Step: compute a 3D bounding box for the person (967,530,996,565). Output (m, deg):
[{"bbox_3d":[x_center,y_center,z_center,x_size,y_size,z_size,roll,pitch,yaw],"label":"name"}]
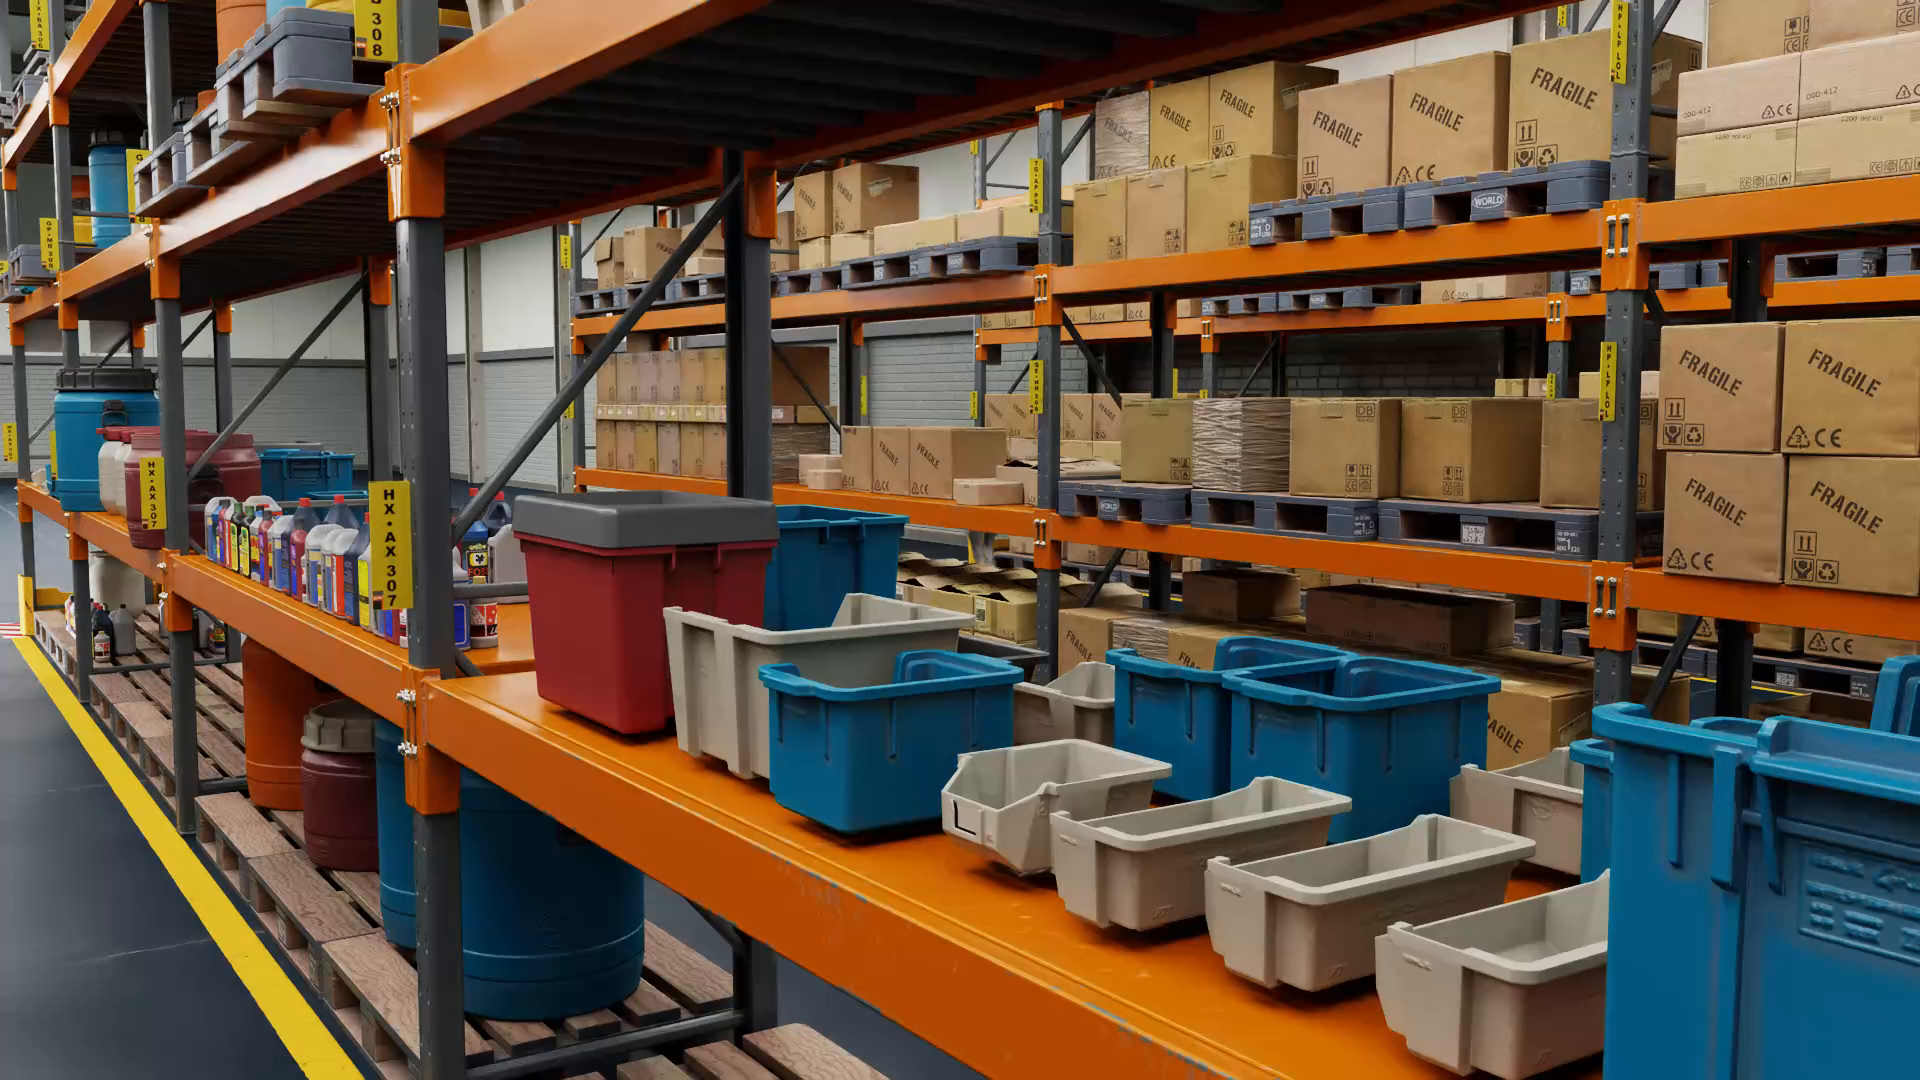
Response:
[{"bbox_3d":[0.212,-0.202,16.537,0.459,1.624,0.466,-1,5,-17],"label":"person"}]
